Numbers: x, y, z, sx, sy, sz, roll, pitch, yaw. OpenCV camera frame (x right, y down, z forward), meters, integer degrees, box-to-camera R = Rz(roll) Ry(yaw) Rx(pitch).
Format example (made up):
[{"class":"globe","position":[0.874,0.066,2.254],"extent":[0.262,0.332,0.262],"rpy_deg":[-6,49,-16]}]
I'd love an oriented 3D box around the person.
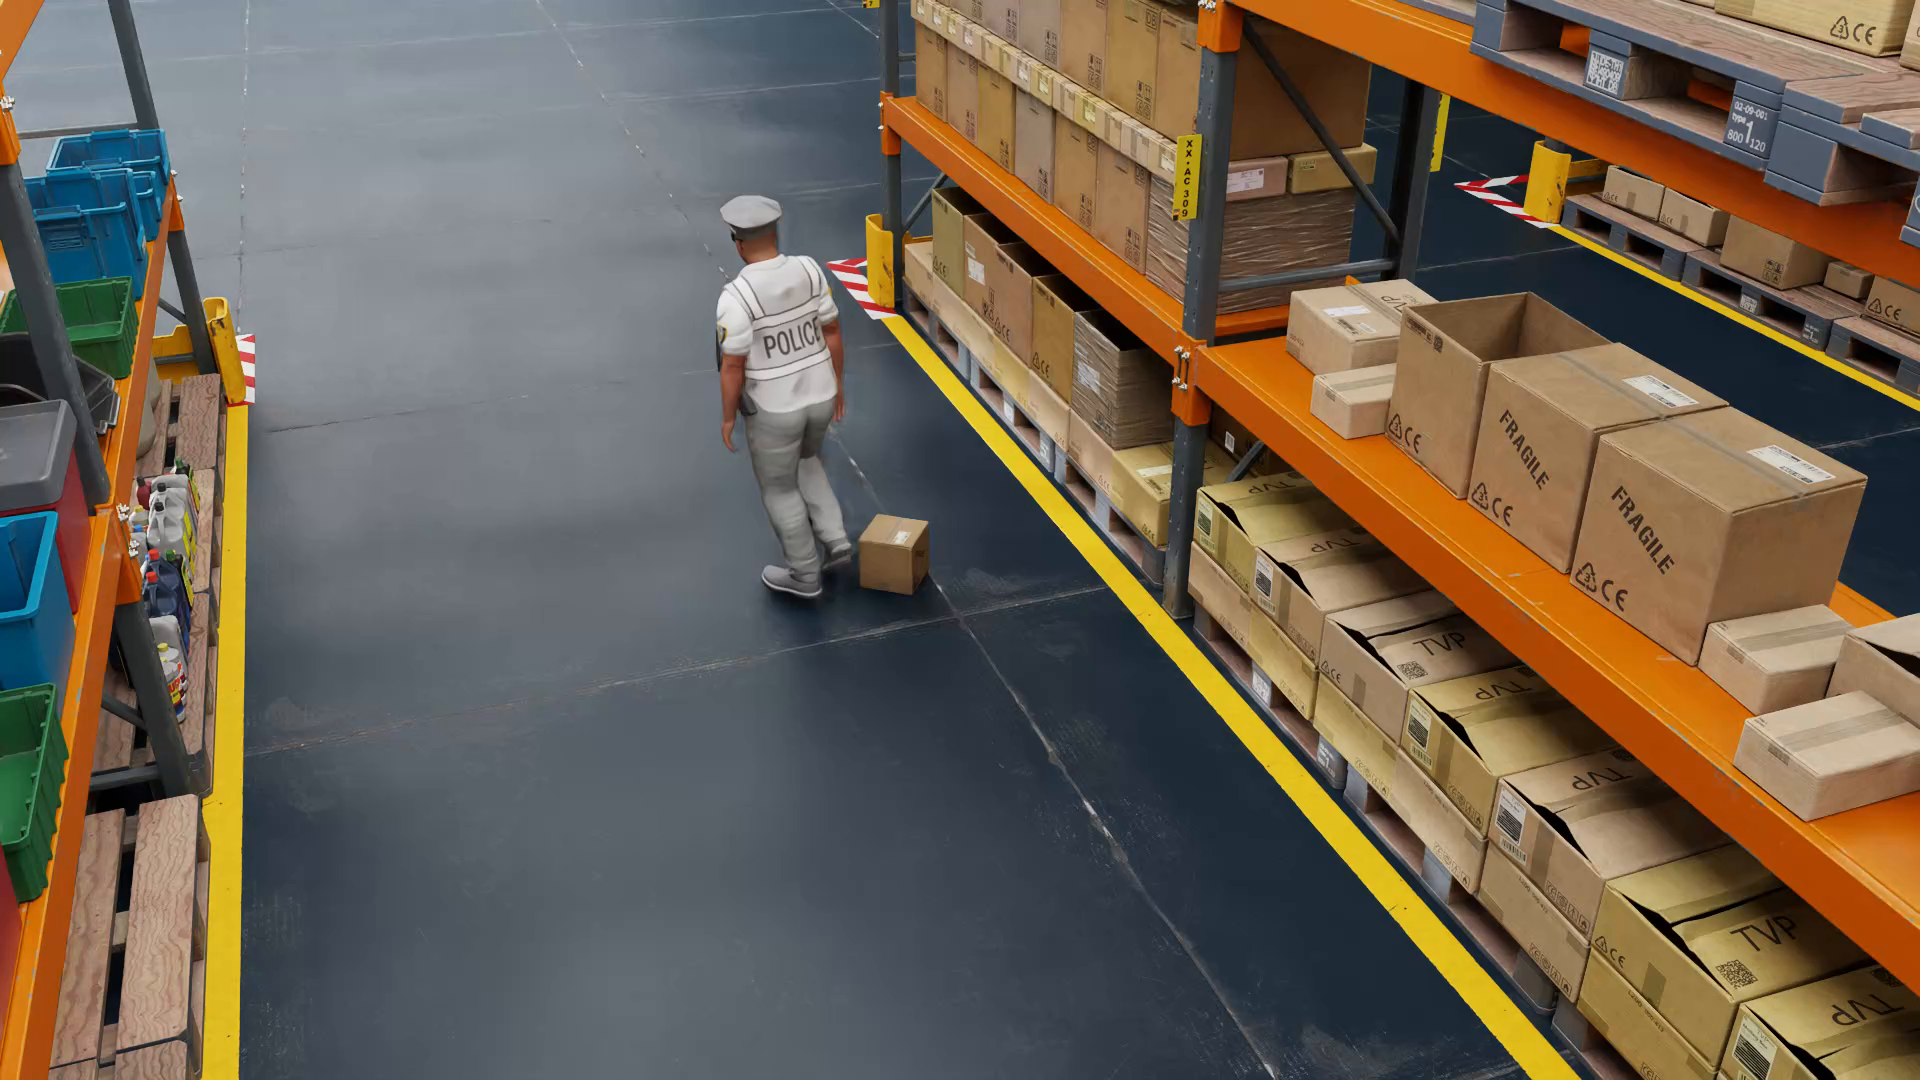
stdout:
[{"class":"person","position":[-0.740,-0.572,7.108],"extent":[0.475,1.759,0.566],"rpy_deg":[25,38,37]}]
